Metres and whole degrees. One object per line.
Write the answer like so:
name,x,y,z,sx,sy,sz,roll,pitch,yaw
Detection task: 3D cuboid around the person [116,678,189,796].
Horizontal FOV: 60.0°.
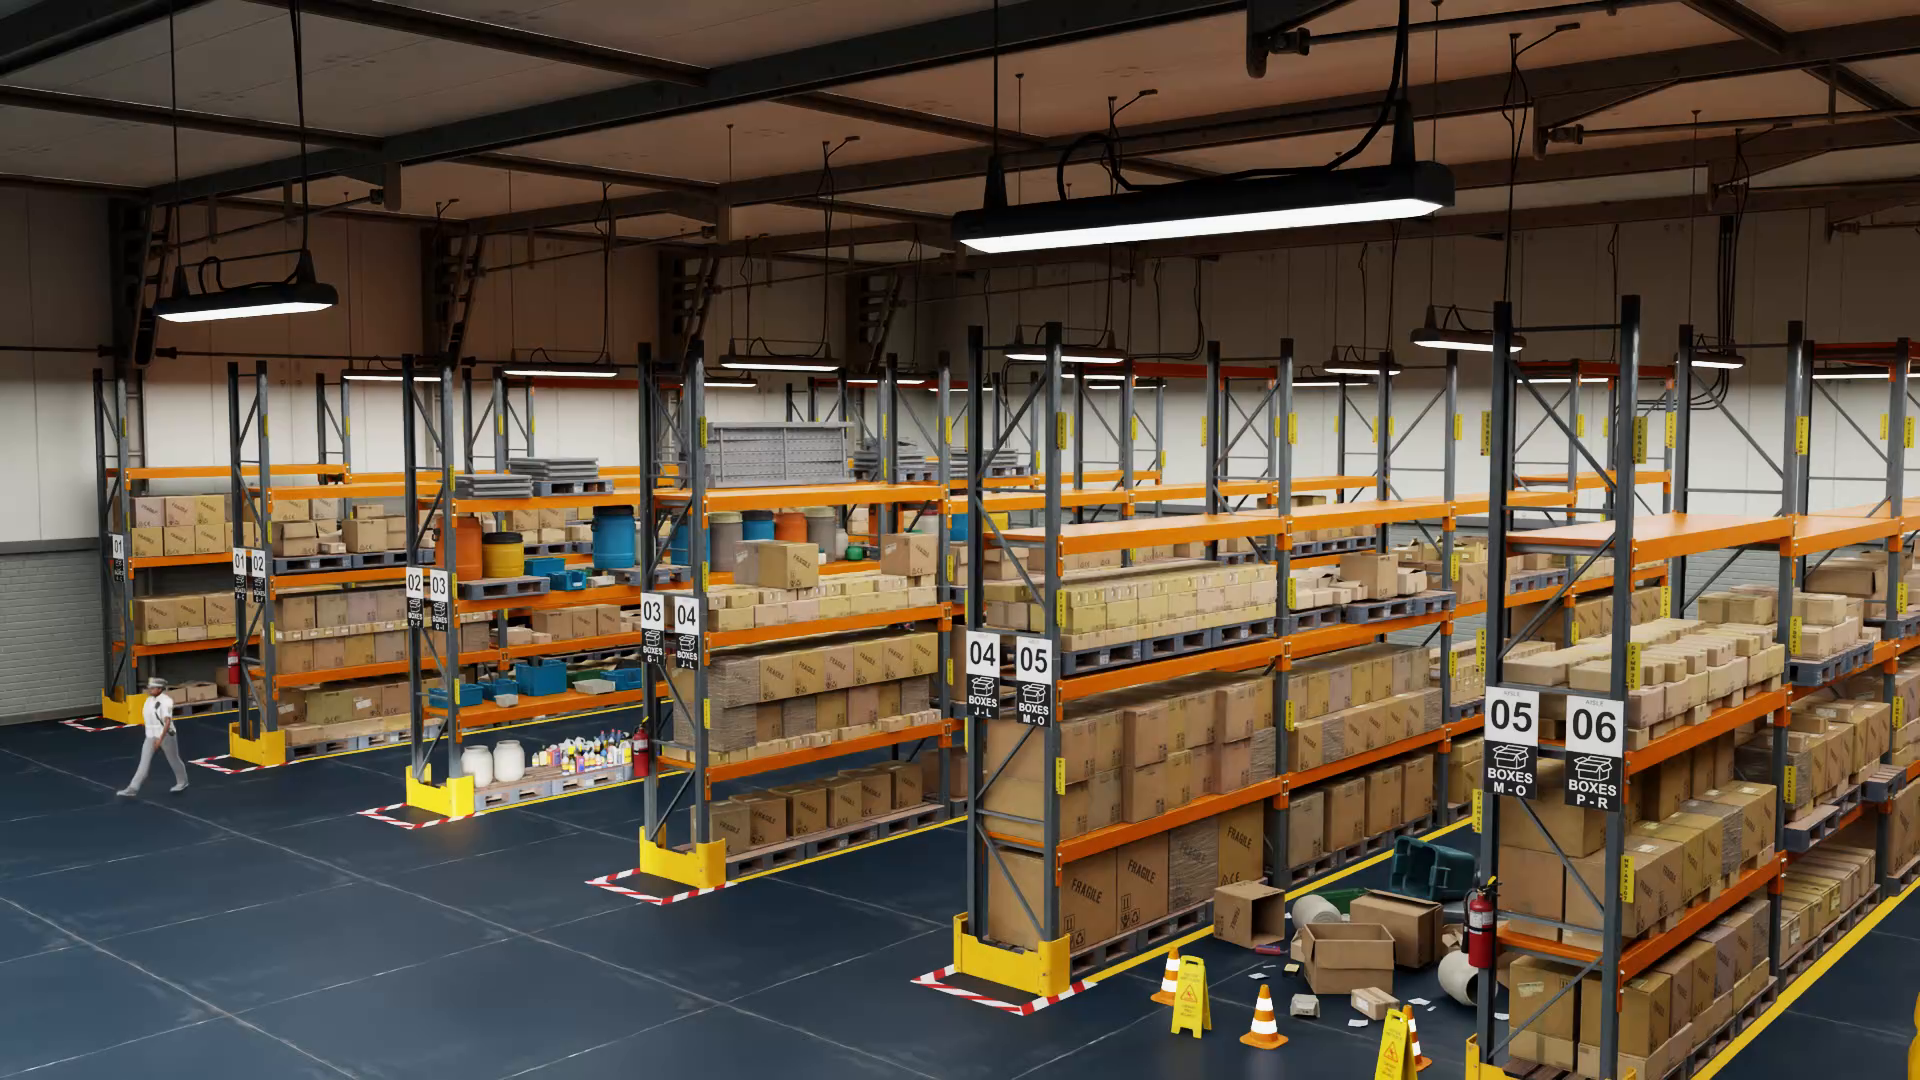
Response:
person,-10.943,2.666,22.568,0.493,1.620,1.024,1,4,11
